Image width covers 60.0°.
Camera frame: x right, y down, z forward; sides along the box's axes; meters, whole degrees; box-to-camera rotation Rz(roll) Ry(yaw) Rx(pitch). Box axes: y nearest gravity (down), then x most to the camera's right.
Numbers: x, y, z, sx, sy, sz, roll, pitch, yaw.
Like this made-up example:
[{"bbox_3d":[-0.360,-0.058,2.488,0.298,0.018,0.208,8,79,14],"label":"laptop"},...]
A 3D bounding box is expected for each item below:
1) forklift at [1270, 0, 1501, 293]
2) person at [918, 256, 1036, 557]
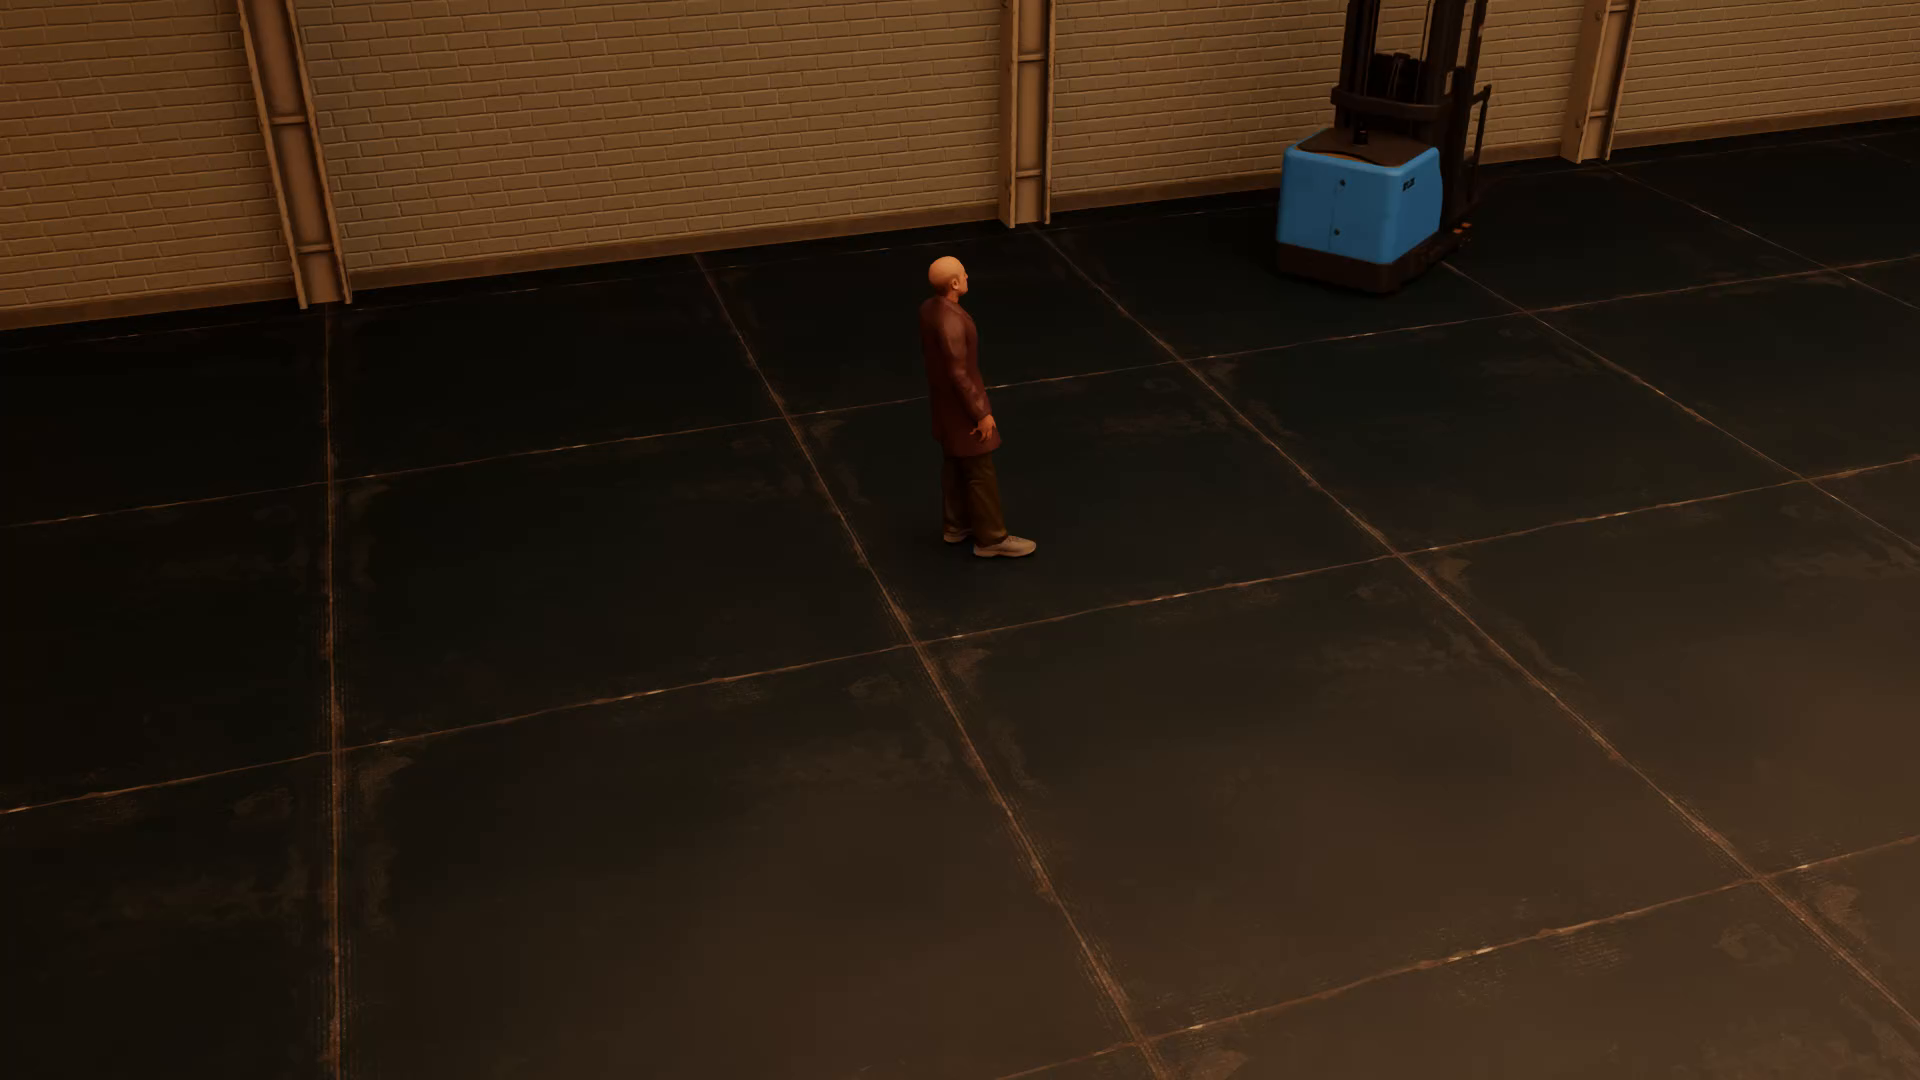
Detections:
[{"bbox_3d":[3.857,-3.928,13.914,1.130,2.935,3.031,20,35,31],"label":"forklift"},{"bbox_3d":[0.088,-0.789,9.600,0.582,1.776,0.696,-10,31,-16],"label":"person"}]
